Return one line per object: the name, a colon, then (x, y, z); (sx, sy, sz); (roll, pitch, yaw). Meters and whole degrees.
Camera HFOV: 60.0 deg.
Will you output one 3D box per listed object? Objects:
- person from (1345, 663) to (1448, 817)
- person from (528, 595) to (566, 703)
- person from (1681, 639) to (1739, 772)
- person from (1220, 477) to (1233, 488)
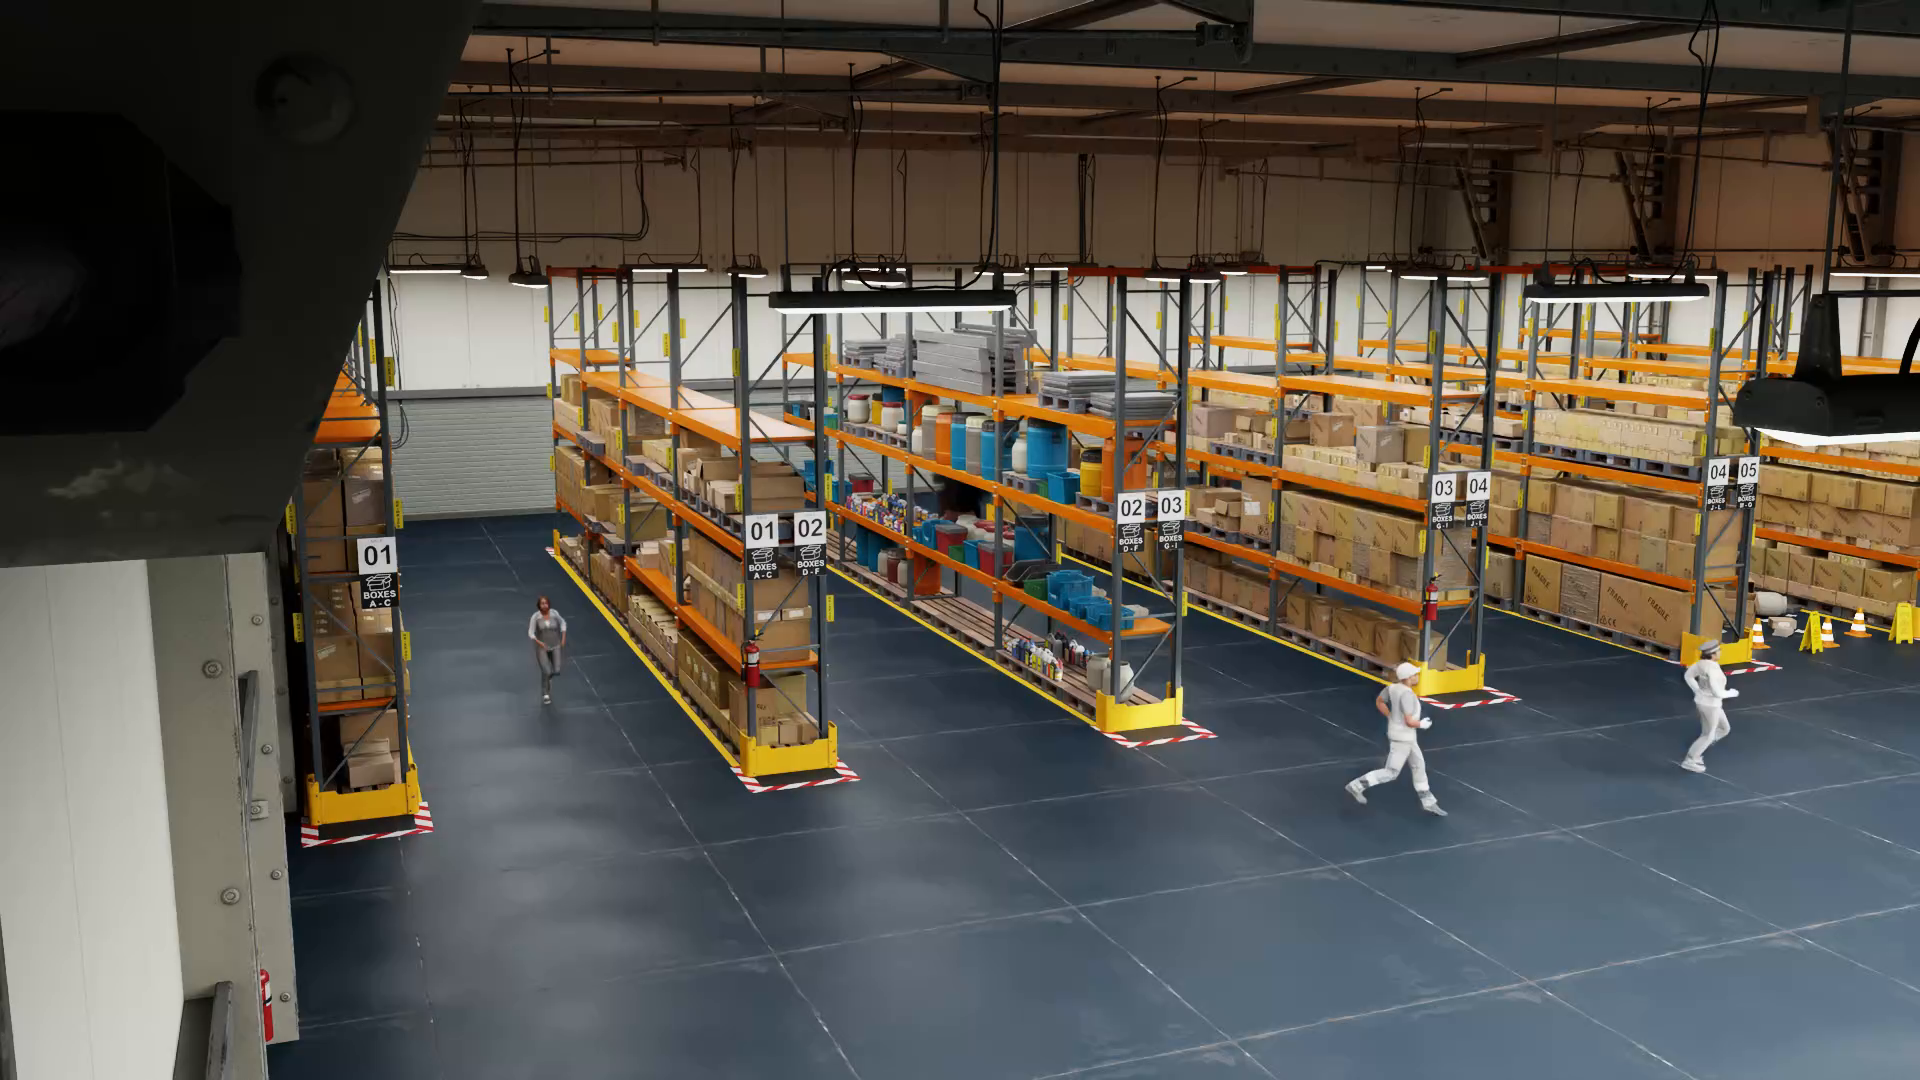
person: (4.927, 2.252, 18.624); (1.163, 1.791, 0.623); (1, 10, 8)
person: (-5.783, 1.584, 23.395); (0.560, 1.469, 0.605); (-5, 11, -25)
person: (9.160, 2.012, 20.272); (0.597, 1.659, 0.584); (2, 10, 10)
person: (6.624, -1.635, 41.353); (0.542, 1.616, 0.636); (5, 11, 26)
